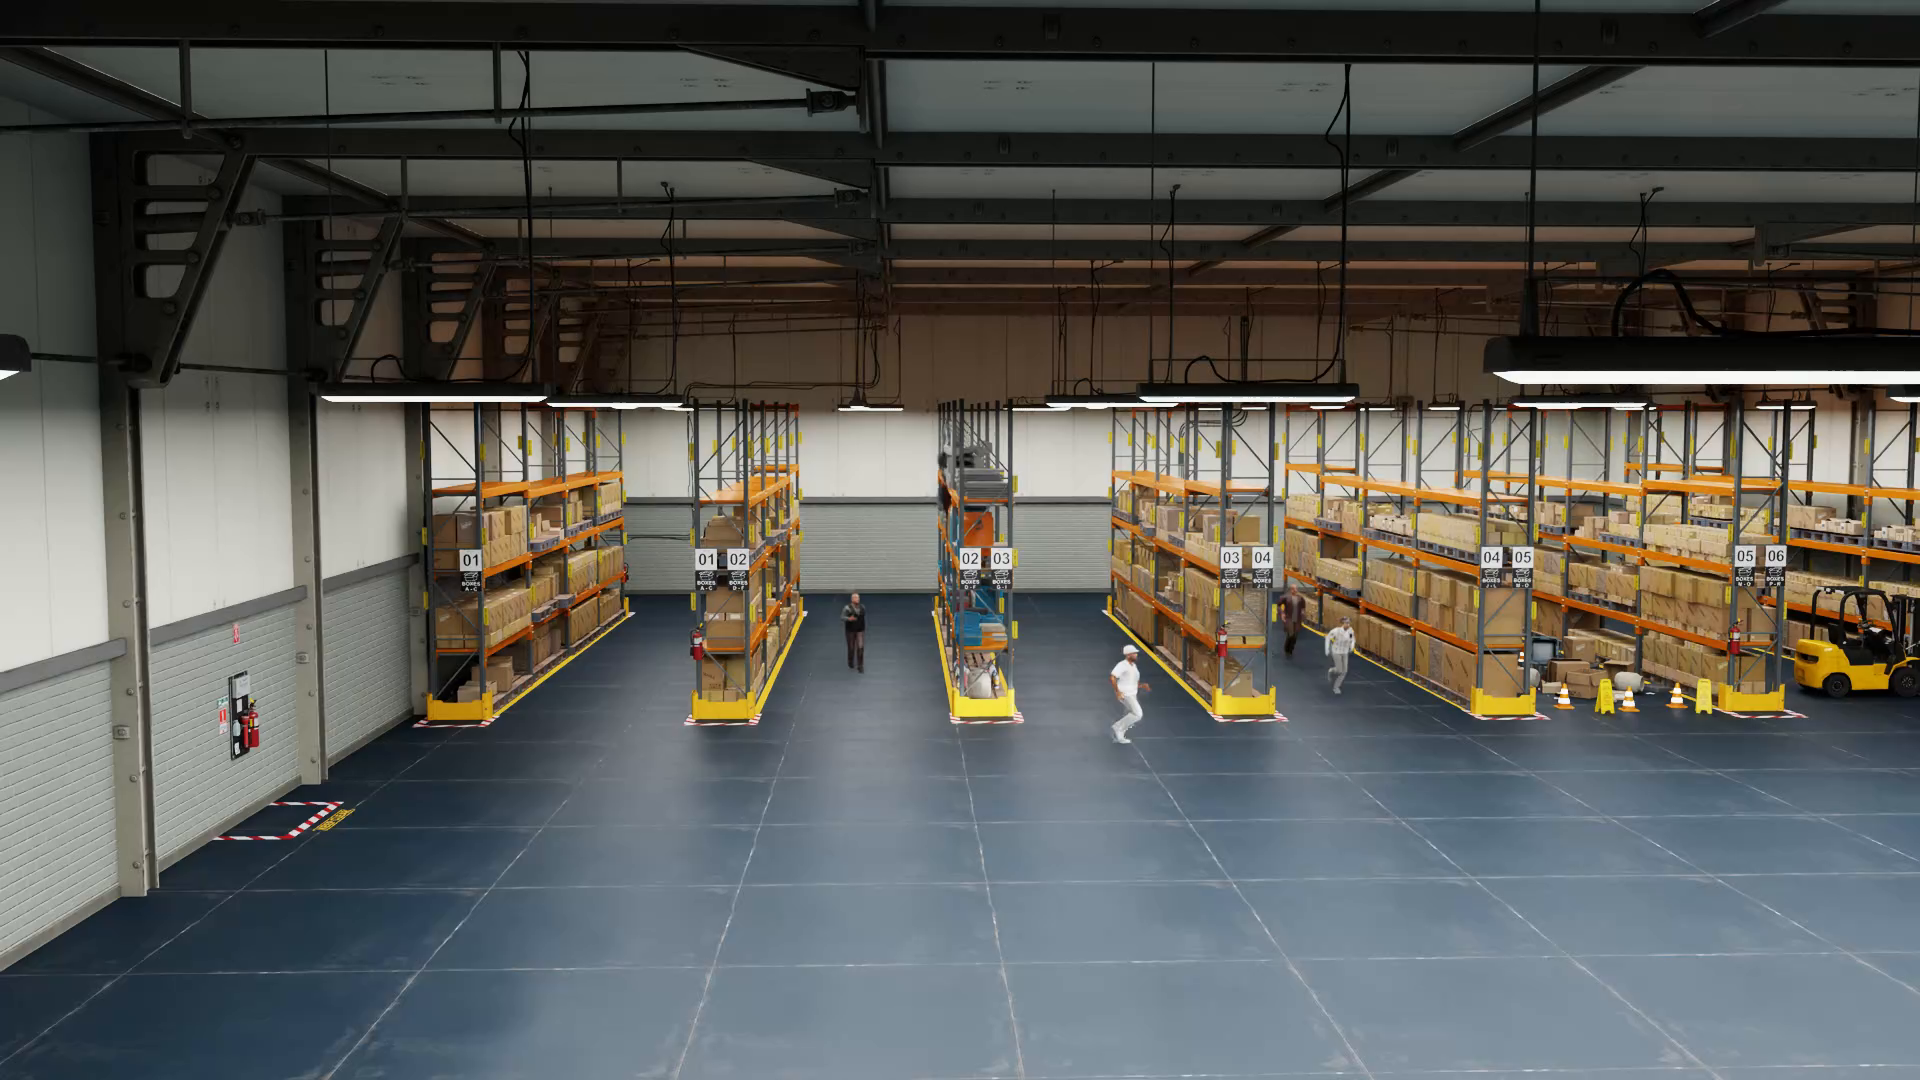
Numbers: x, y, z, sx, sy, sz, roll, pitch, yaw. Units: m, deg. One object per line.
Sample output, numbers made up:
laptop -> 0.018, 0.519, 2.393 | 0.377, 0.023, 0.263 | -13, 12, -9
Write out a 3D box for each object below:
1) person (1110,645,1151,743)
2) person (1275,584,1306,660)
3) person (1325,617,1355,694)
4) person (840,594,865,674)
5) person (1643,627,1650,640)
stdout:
person -> 2.945, 2.672, 28.774 | 0.650, 1.713, 0.693 | 2, 5, 24
person -> 7.731, 2.016, 38.666 | 0.679, 1.580, 0.754 | -1, 4, -10
person -> 7.803, 2.346, 34.154 | 0.608, 1.620, 0.692 | -2, 5, -20
person -> -2.359, 2.070, 36.879 | 0.632, 1.778, 0.819 | -1, 5, -19
person -> 16.516, 1.839, 39.525 | 0.650, 1.746, 0.959 | -1, 4, -7
